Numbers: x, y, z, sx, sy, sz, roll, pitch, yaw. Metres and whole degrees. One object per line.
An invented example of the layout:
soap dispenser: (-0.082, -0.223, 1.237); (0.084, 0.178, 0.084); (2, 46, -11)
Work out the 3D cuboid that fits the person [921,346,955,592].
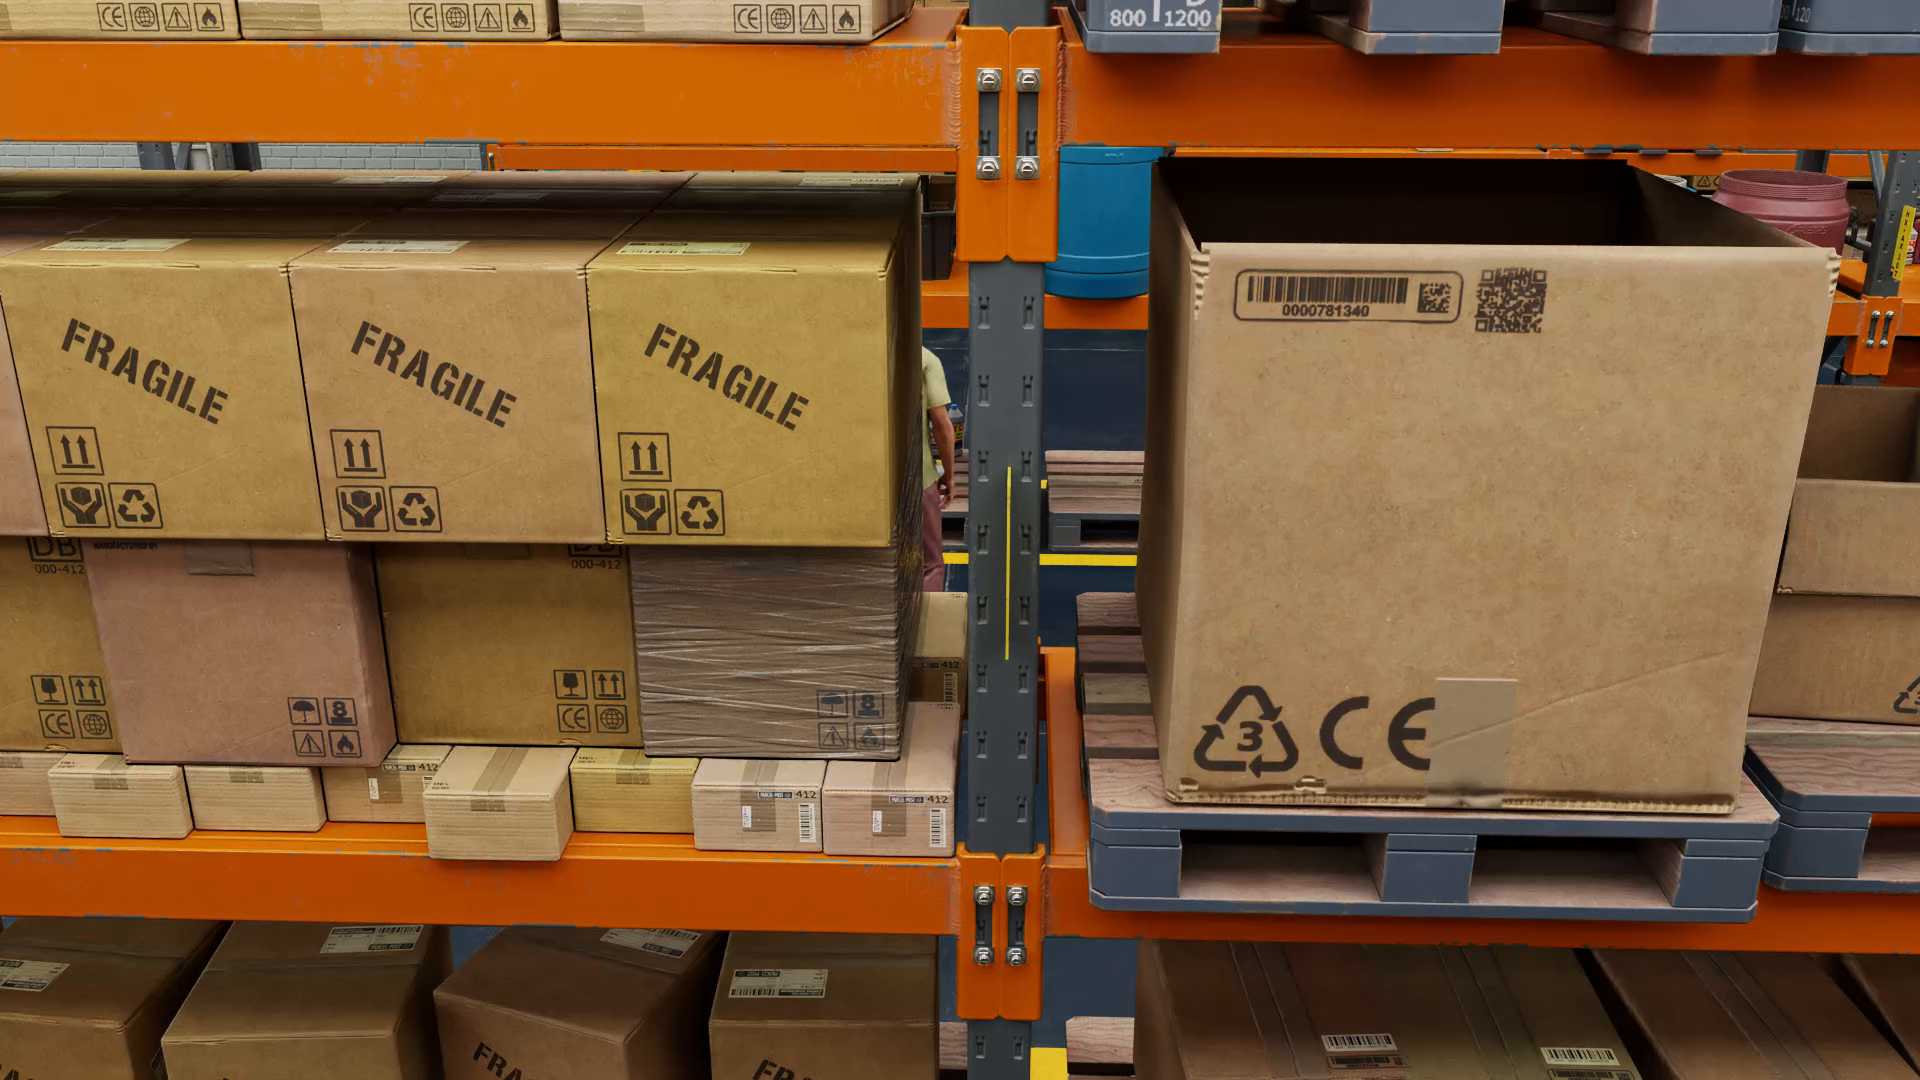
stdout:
person: (-0.266, -0.236, 6.700); (0.499, 1.673, 0.405); (1, 21, 2)
